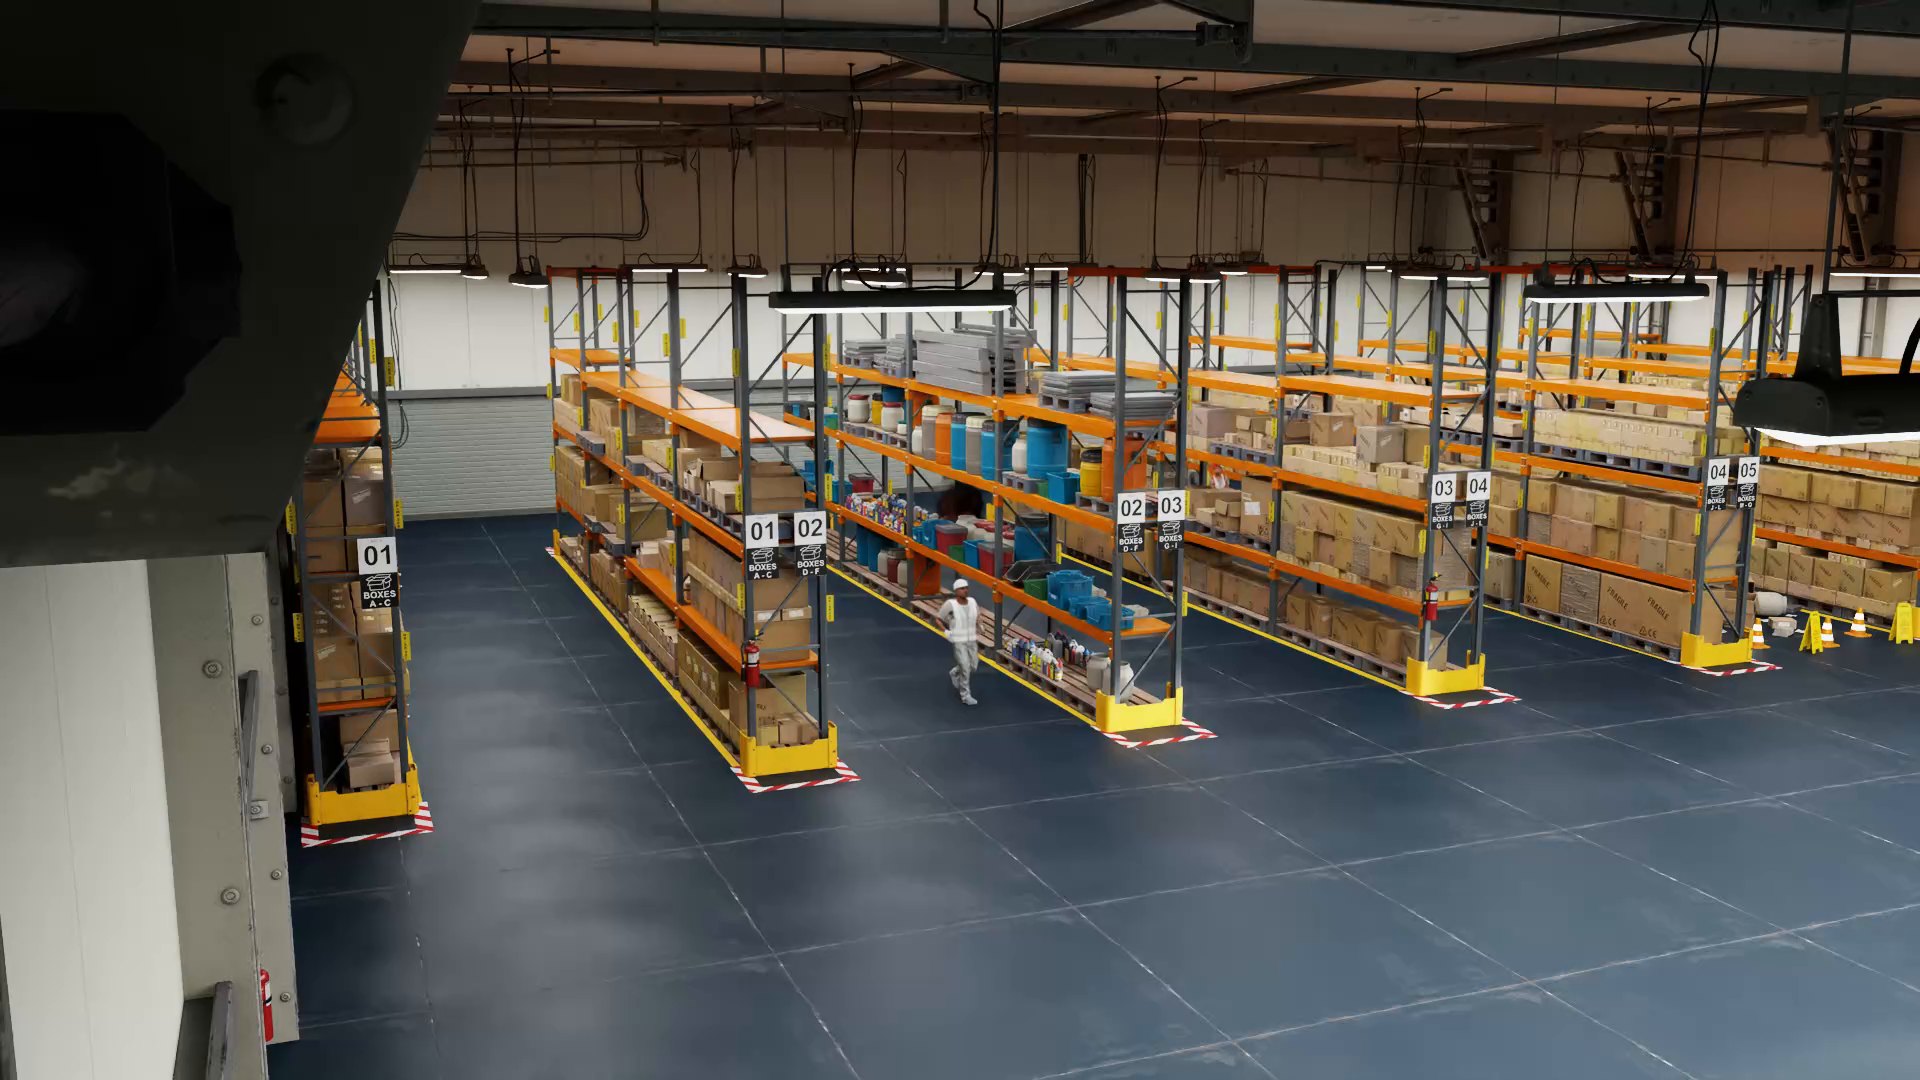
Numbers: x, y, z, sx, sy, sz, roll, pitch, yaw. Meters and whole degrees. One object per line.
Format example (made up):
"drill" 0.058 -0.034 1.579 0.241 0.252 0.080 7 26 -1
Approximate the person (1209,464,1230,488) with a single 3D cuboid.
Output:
"person" 5.634 -0.828 36.385 0.656 1.748 0.560 -3 10 -16

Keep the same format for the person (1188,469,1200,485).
"person" 5.876 -1.751 41.577 0.950 1.747 0.719 2 10 12

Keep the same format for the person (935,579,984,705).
"person" 0.014 1.416 23.499 0.695 1.749 0.818 -6 12 -32
